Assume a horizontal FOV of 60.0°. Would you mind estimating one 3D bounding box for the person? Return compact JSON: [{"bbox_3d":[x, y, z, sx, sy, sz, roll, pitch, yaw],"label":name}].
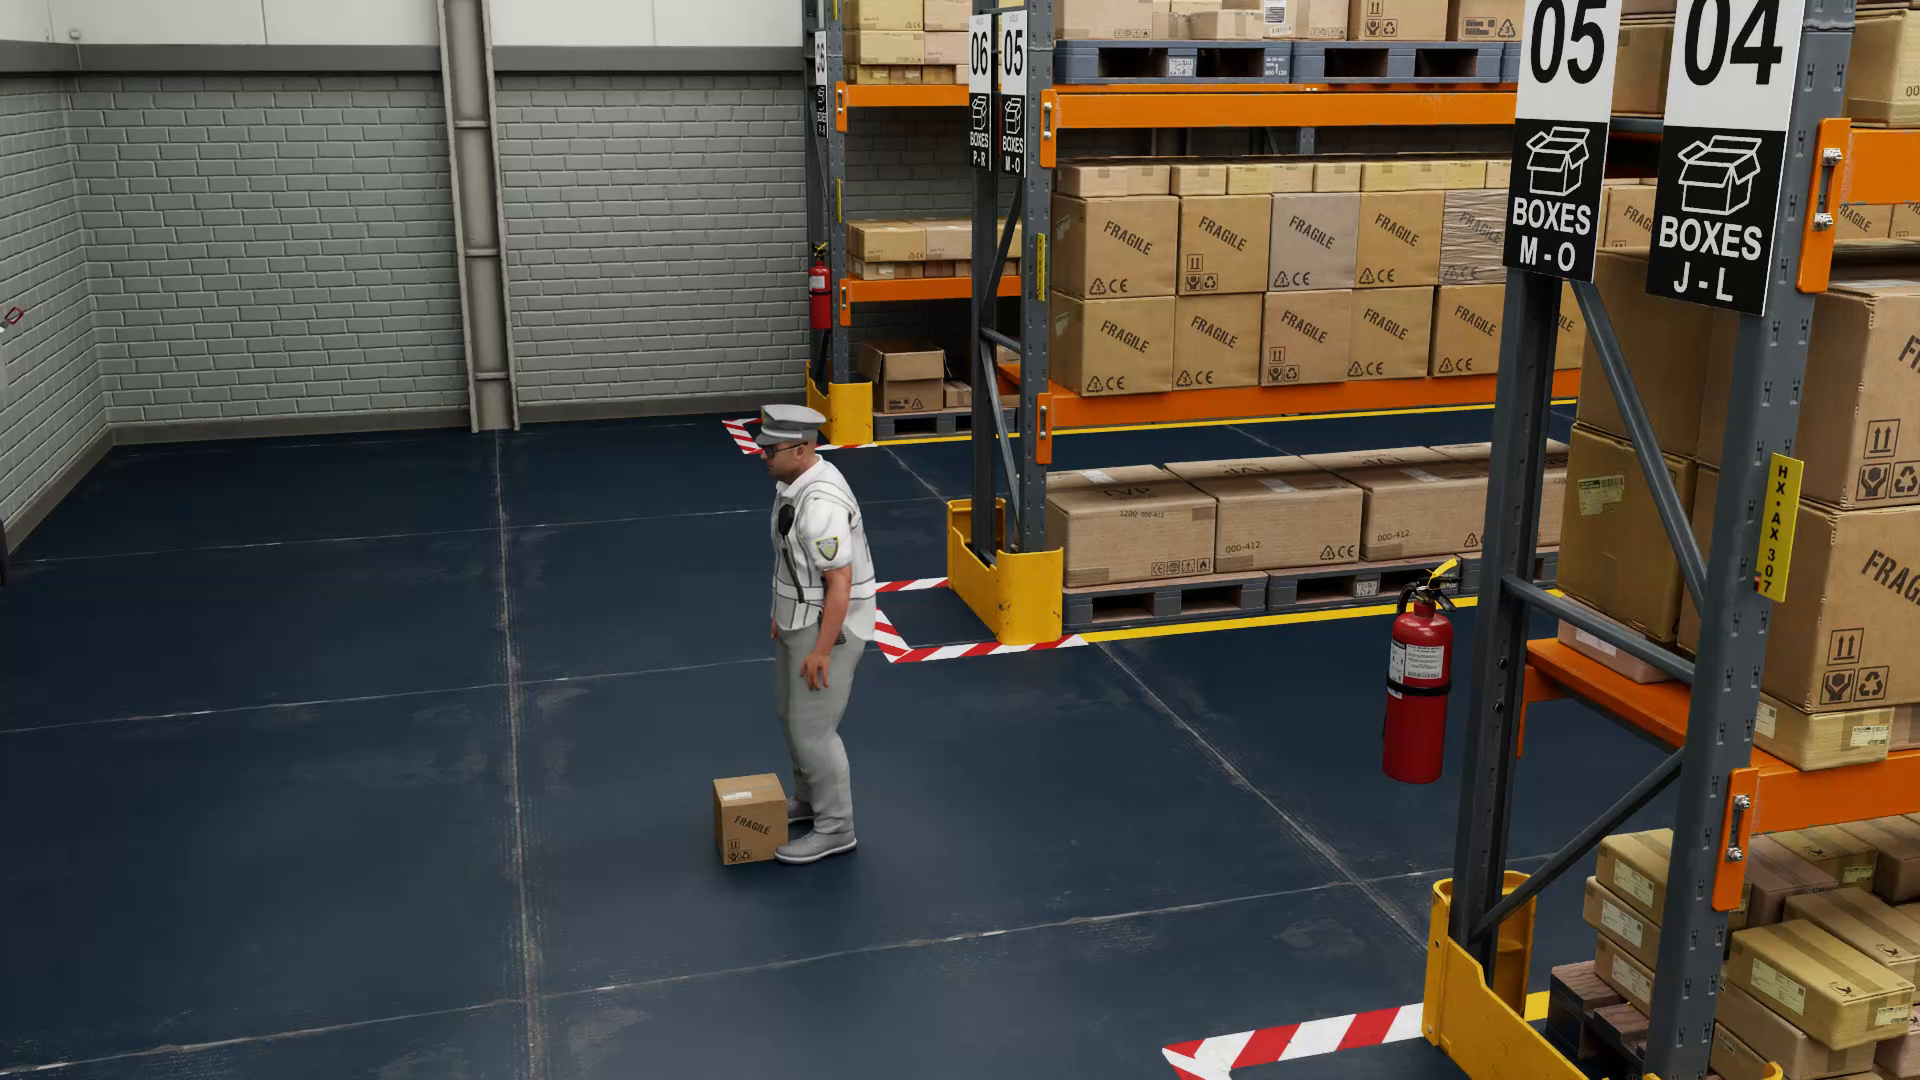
[{"bbox_3d":[-0.549,0.337,6.324,0.428,1.751,0.605,-5,17,-18],"label":"person"}]
